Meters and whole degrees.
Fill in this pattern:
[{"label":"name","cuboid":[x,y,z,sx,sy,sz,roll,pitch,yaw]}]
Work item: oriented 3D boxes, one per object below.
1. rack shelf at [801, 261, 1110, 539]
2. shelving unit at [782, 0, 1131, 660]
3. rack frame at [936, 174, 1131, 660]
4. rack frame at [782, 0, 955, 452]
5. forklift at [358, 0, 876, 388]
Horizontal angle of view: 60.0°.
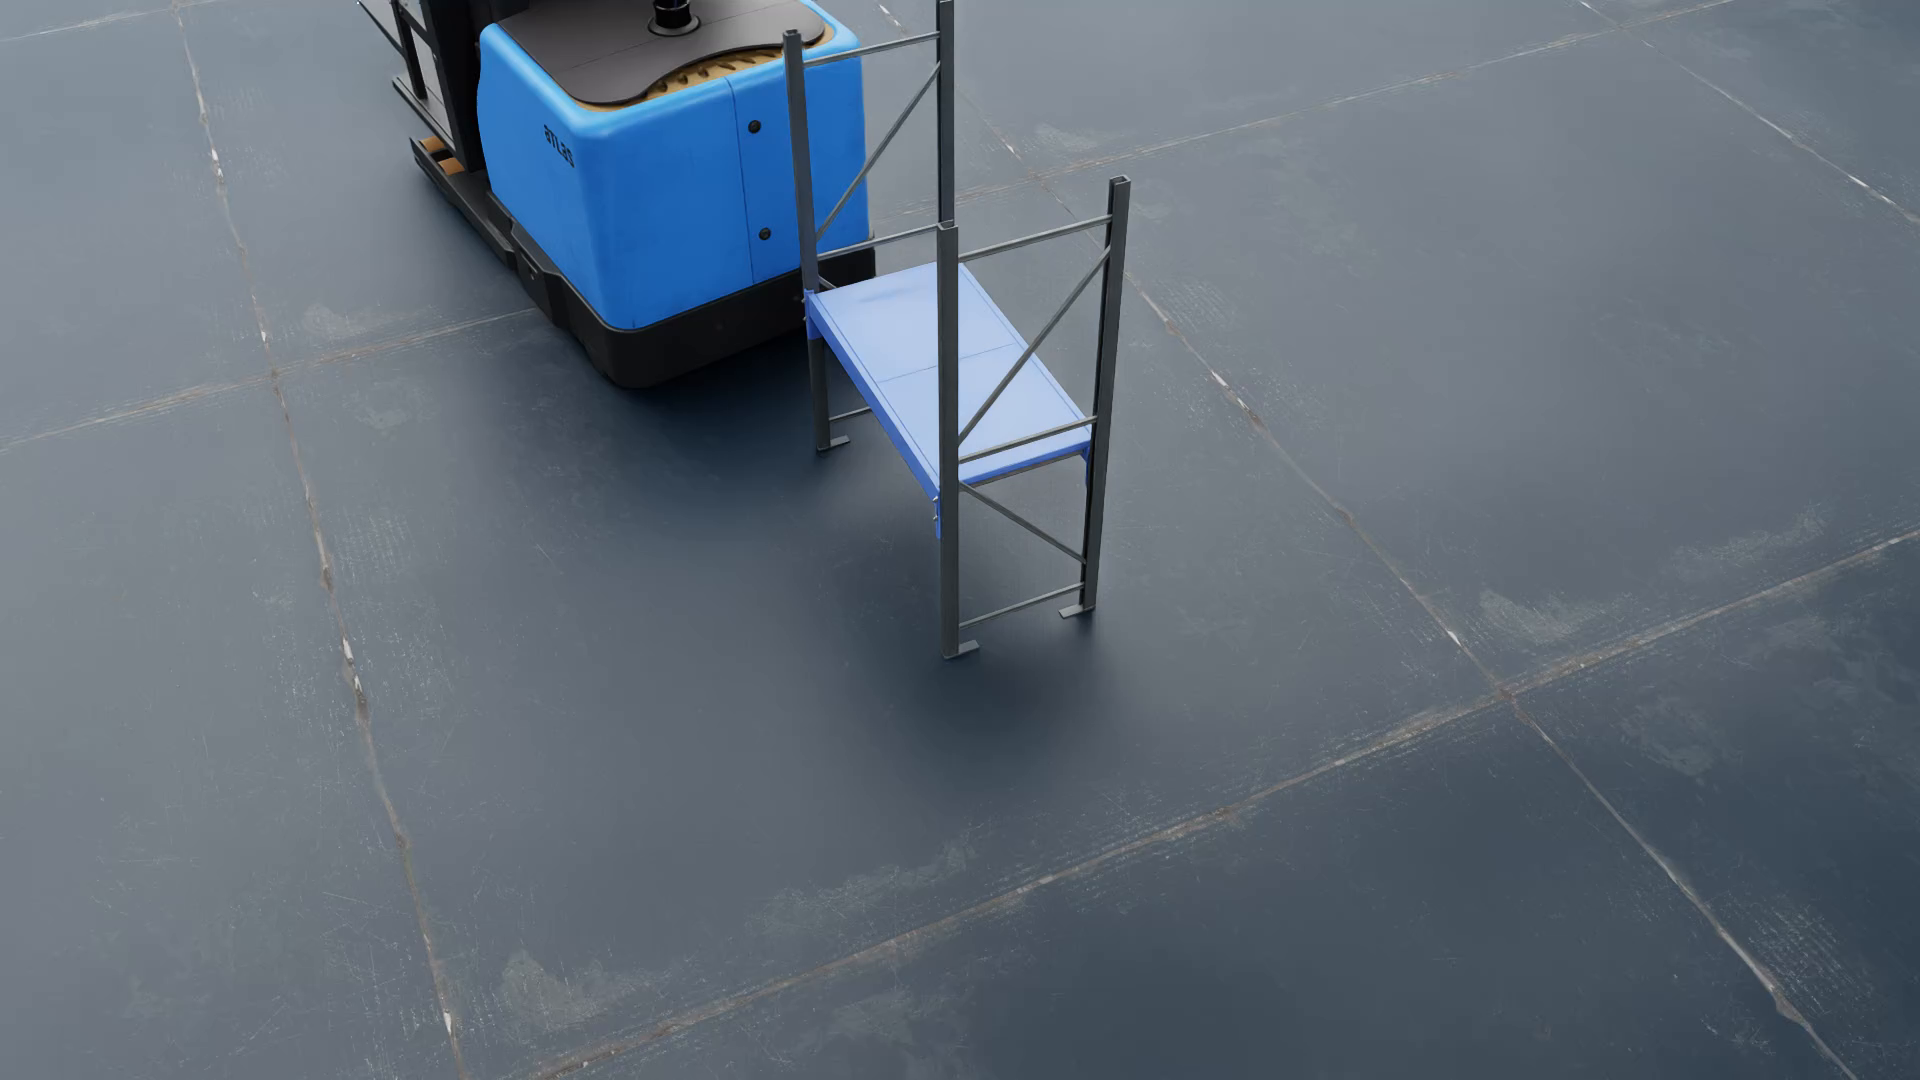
[{"label":"rack shelf","cuboid":[-0.036,-0.460,4.905,0.538,0.185,1.000,-18,47,-17]},{"label":"shelving unit","cuboid":[-0.036,-0.588,4.778,0.538,1.500,1.048,-18,47,-17]},{"label":"rack frame","cuboid":[0.178,-0.264,4.450,0.500,1.500,0.032,-18,47,-17]},{"label":"rack frame","cuboid":[-0.250,-0.912,5.107,0.500,1.500,0.032,-18,47,-17]},{"label":"forklift","cuboid":[-1.549,-2.566,5.763,1.130,2.935,3.031,-26,50,-24]}]
